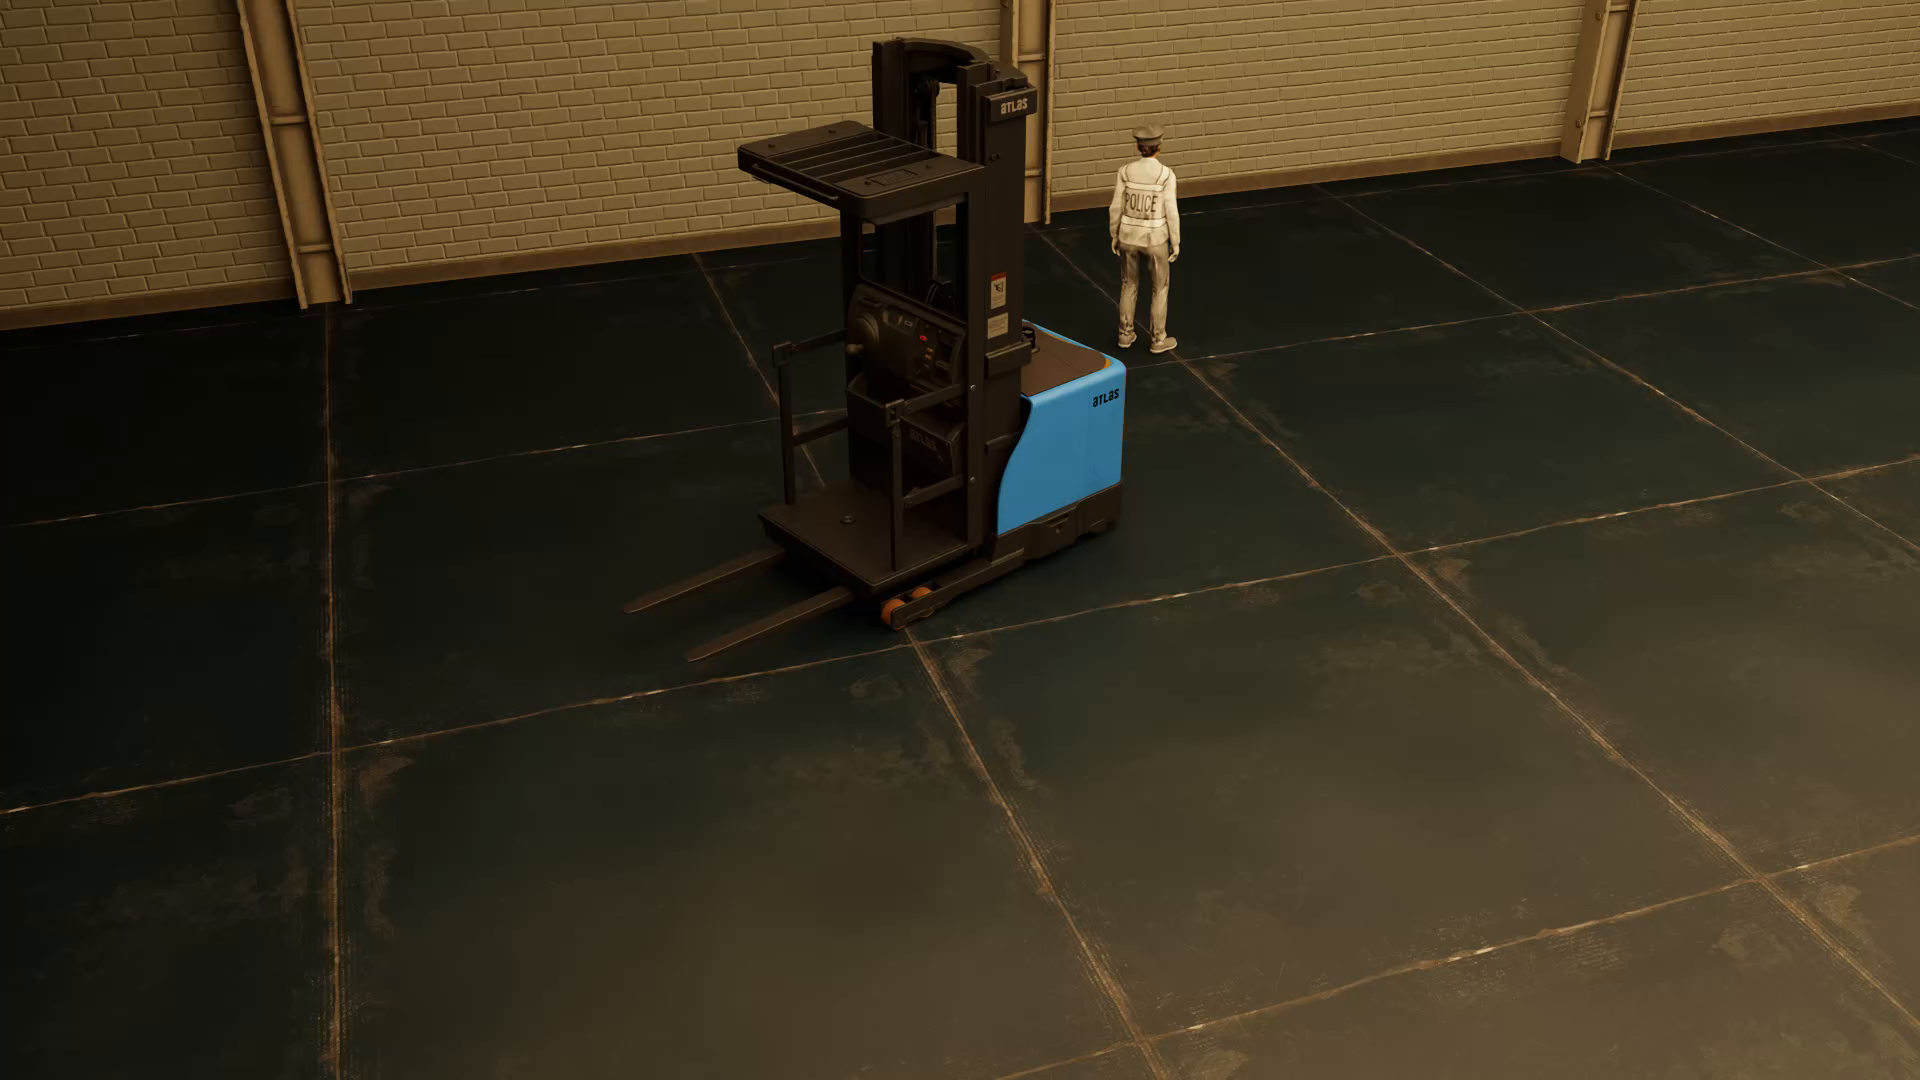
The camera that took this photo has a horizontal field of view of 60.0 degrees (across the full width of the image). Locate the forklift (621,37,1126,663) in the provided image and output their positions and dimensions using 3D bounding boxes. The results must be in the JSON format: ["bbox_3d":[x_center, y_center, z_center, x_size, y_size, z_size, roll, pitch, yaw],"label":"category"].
[{"bbox_3d":[-0.461,-1.072,8.951,3.031,2.935,1.130,-23,37,-34],"label":"forklift"}]

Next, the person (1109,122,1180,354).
[{"bbox_3d":[1.350,-2.184,12.158,0.535,1.662,0.374,12,32,20],"label":"person"}]
